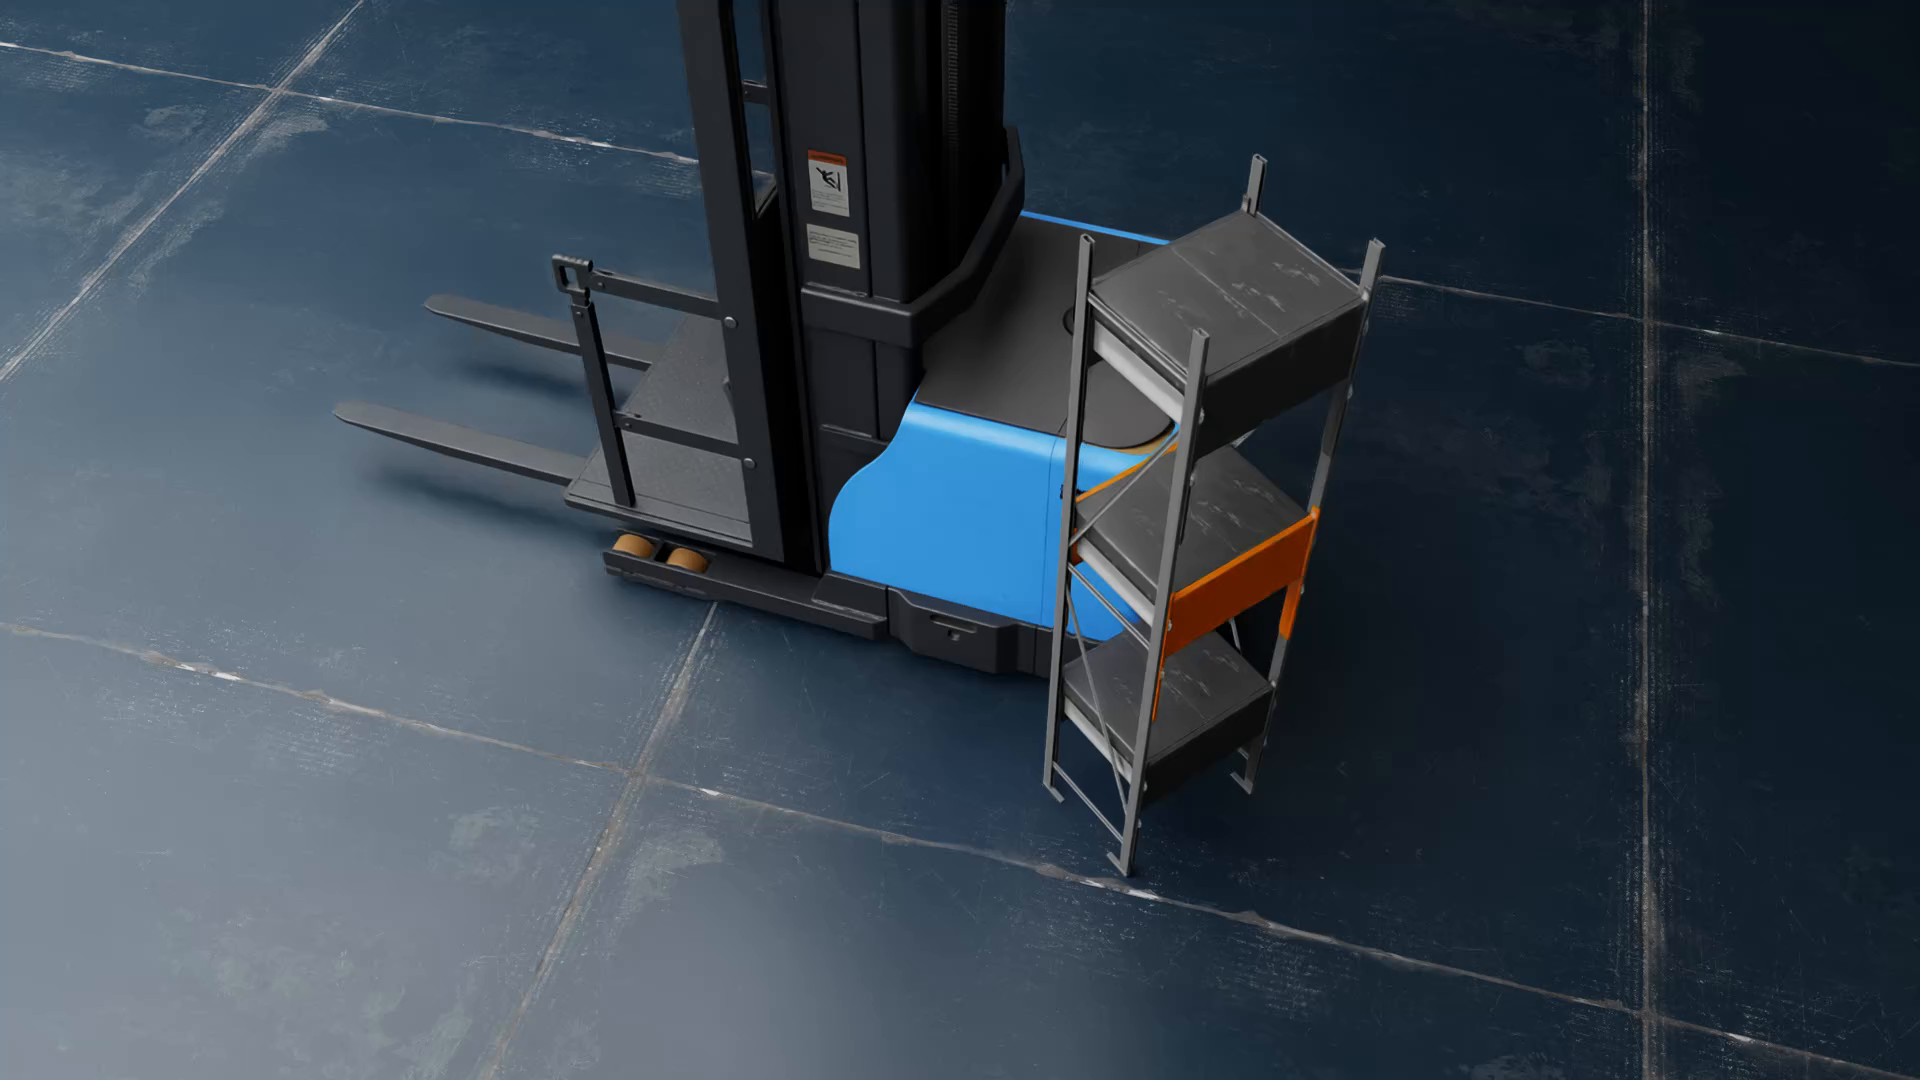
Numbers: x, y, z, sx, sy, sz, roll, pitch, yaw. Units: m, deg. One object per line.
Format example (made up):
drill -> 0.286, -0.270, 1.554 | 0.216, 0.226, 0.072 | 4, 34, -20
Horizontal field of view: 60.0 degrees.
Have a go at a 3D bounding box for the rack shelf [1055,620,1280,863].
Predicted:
rack shelf -> 0.575, 0.536, 4.828 | 0.480, 0.518, 0.431 | -28, 54, -23

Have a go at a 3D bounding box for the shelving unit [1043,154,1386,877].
shelving unit -> 0.575, 0.064, 4.293 | 0.503, 2.100, 0.431 | -28, 54, -23

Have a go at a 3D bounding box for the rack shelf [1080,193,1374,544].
rack shelf -> 0.575, -0.390, 3.778 | 0.480, 0.518, 0.431 | -28, 54, -23

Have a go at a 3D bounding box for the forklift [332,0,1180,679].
forklift -> -0.671, -1.141, 4.803 | 3.031, 2.935, 1.130 | 14, 50, 12

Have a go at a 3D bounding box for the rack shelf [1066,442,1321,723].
rack shelf -> 0.575, 0.073, 4.303 | 0.480, 0.518, 0.431 | -28, 54, -23

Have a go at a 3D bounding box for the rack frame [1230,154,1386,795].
rack frame -> 0.774, -0.042, 4.387 | 0.015, 2.100, 0.400 | -28, 54, -23

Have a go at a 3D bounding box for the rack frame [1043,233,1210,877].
rack frame -> 0.376, 0.170, 4.200 | 0.015, 2.100, 0.400 | -28, 54, -23
